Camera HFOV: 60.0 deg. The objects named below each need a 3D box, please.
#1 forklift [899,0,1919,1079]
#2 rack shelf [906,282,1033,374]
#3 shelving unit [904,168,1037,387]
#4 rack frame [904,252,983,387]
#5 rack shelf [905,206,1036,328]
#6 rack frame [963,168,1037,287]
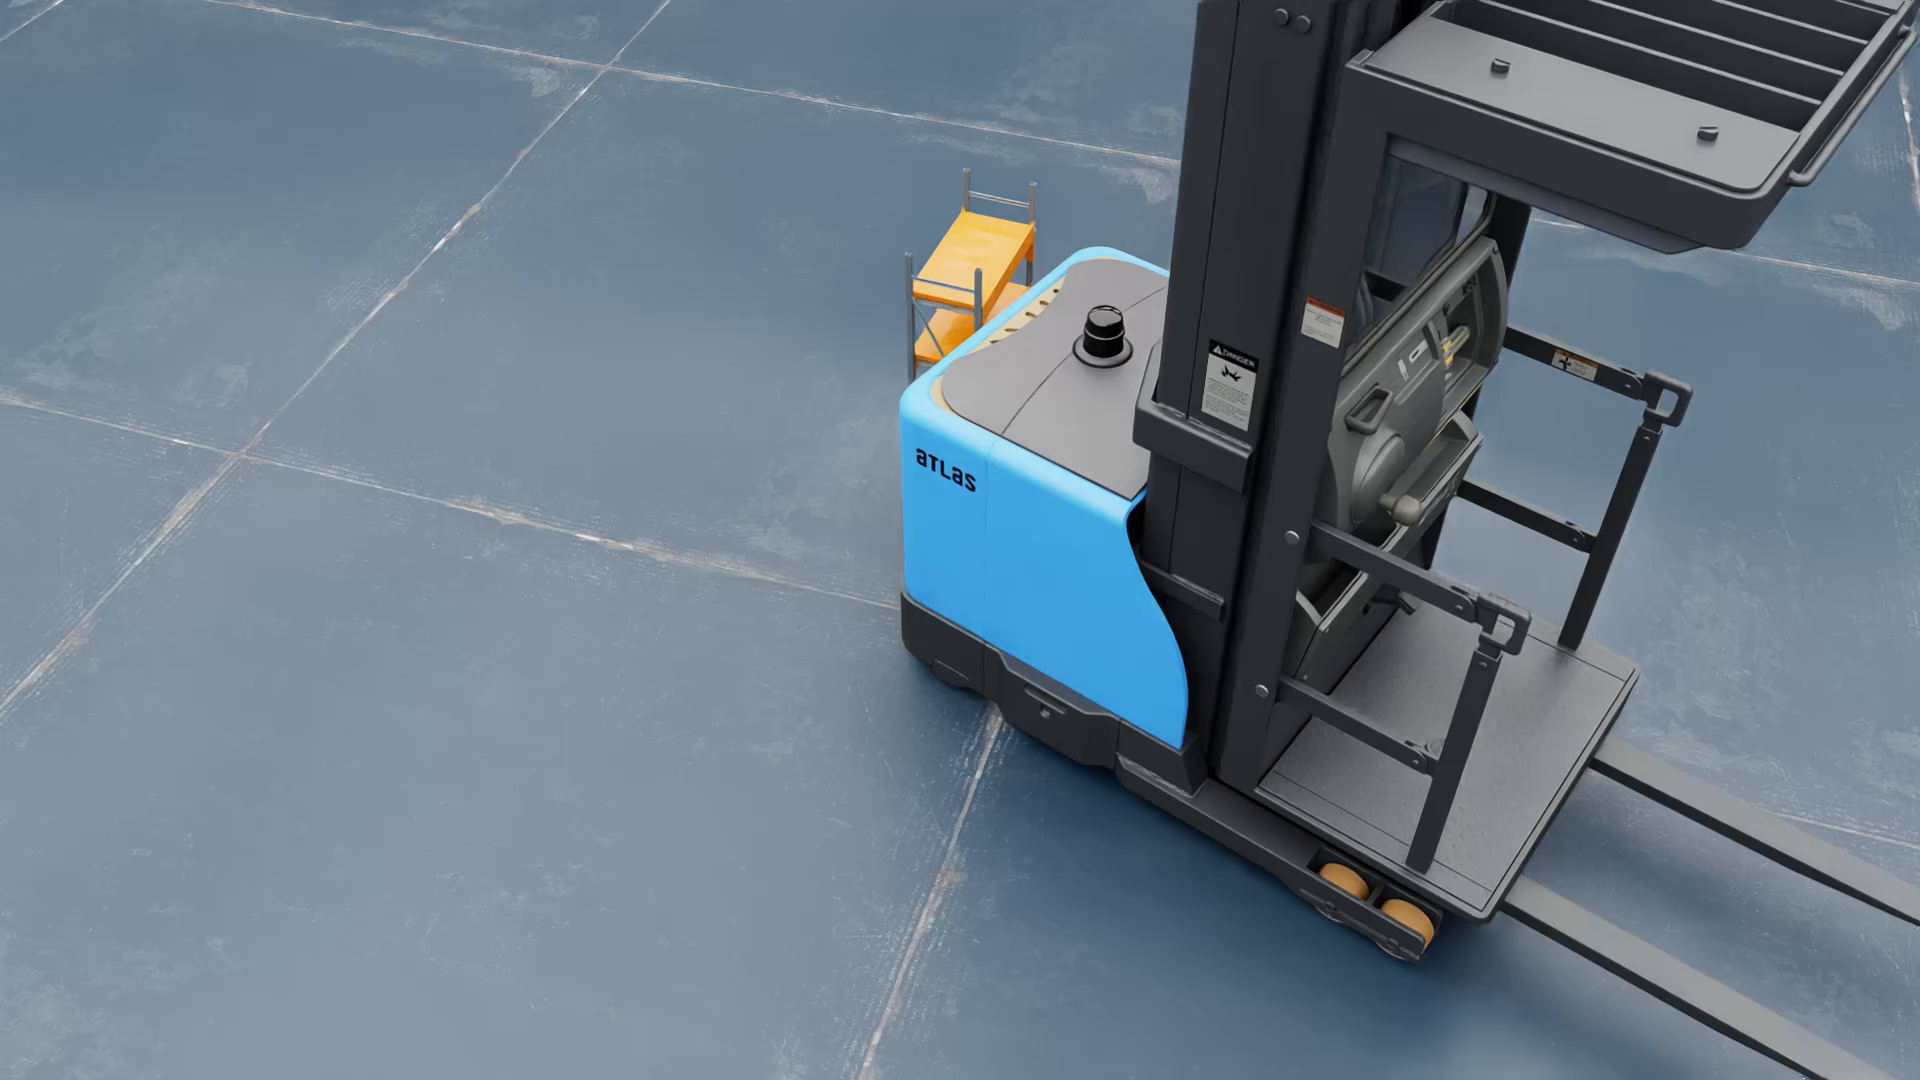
[{"bbox_3d":[1.291,-0.322,3.984,3.031,2.935,1.130,28,51,26],"label":"forklift"},{"bbox_3d":[0.038,-0.658,5.341,0.258,0.148,0.480,15,46,15],"label":"rack shelf"},{"bbox_3d":[0.038,-0.546,5.450,0.258,1.200,0.503,15,46,15],"label":"shelving unit"},{"bbox_3d":[-0.049,-0.387,5.287,0.240,1.200,0.015,15,46,15],"label":"rack frame"},{"bbox_3d":[0.038,-0.827,5.176,0.258,0.148,0.480,15,46,15],"label":"rack shelf"},{"bbox_3d":[0.124,-0.706,5.614,0.240,1.200,0.015,15,46,15],"label":"rack frame"}]
